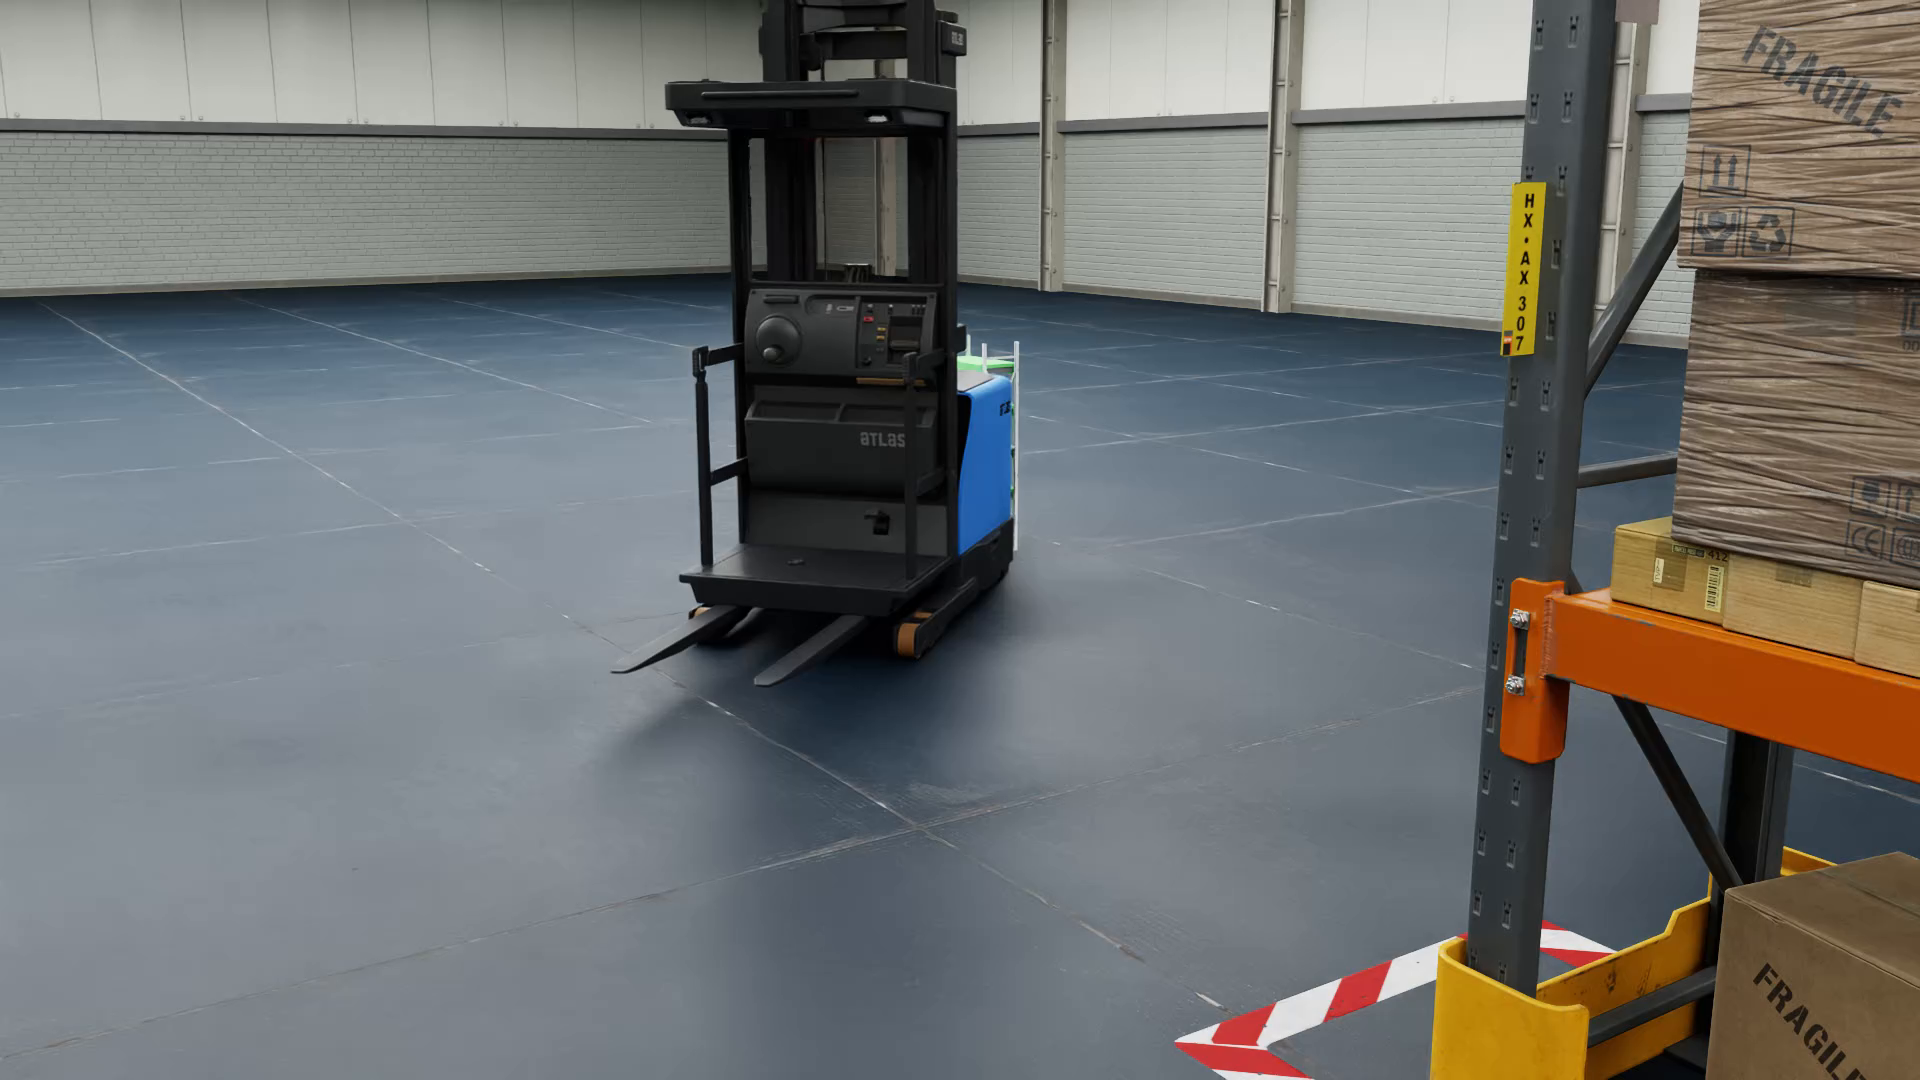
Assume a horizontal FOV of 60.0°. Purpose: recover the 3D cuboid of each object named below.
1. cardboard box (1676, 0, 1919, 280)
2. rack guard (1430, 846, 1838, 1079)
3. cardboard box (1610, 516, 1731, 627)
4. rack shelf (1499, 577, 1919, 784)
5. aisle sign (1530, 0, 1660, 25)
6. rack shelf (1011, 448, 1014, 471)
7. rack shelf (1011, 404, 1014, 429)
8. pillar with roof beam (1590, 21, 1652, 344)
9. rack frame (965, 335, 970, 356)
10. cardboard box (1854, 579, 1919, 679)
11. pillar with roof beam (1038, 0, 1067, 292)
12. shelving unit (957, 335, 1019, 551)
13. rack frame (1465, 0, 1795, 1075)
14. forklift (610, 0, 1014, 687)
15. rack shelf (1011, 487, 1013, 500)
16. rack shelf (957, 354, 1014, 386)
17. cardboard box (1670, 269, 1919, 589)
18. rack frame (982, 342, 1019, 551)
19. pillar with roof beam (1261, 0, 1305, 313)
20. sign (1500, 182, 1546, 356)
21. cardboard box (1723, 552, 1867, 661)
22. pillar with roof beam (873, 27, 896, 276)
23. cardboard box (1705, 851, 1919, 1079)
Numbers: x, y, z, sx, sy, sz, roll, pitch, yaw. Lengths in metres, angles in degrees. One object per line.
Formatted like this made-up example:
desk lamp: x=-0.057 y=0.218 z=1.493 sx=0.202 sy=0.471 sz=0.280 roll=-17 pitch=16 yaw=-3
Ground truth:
cardboard box: x=1.607 y=-0.710 z=2.816 sx=0.500 sy=0.500 sz=0.500 roll=-8 pitch=15 yaw=-33
rack guard: x=1.571 y=1.077 z=3.765 sx=1.175 sy=0.500 sz=0.348 roll=-8 pitch=15 yaw=-33
cardboard box: x=1.488 y=0.044 z=3.226 sx=0.380 sy=0.149 sz=0.250 roll=-8 pitch=15 yaw=-33
rack shelf: x=2.637 y=0.550 z=2.010 sx=1.077 sy=0.370 sz=4.000 roll=-8 pitch=15 yaw=-33
aisle sign: x=1.245 y=-1.403 z=3.170 sx=0.394 sy=0.787 sz=0.004 roll=-8 pitch=15 yaw=-33
rack shelf: x=0.092 y=-0.494 z=9.613 sx=0.258 sy=0.148 sz=0.480 roll=-8 pitch=15 yaw=-33
rack shelf: x=0.092 y=-0.729 z=9.561 sx=0.258 sy=0.148 sz=0.480 roll=-8 pitch=15 yaw=-33
pillar with roof beam: x=4.775 y=-6.449 z=18.290 sx=9.100 sy=9.000 sz=0.400 roll=-8 pitch=15 yaw=-33
rack frame: x=-0.043 y=-0.600 z=9.797 sx=0.240 sy=1.200 sz=0.015 roll=-8 pitch=15 yaw=-33
cardboard box: x=1.737 y=0.137 z=2.801 sx=0.380 sy=0.149 sz=0.250 roll=-8 pitch=15 yaw=-33
pillar with roof beam: x=-1.873 y=-8.584 z=28.049 sx=9.100 sy=9.000 sz=0.400 roll=-8 pitch=15 yaw=-33
shelving unit: x=0.092 y=-0.557 z=9.599 sx=0.258 sy=1.200 sz=0.503 roll=-8 pitch=15 yaw=-33
rack frame: x=1.529 y=-0.157 z=3.560 sx=1.000 sy=3.000 sz=0.127 roll=-8 pitch=15 yaw=-33
forklift: x=-0.617 y=-0.992 z=7.539 sx=1.130 sy=2.935 sz=3.031 roll=4 pitch=13 yaw=16
rack shelf: x=0.092 y=-0.260 z=9.664 sx=0.258 sy=0.148 sz=0.480 roll=-8 pitch=15 yaw=-33
rack shelf: x=0.092 y=-0.963 z=9.510 sx=0.258 sy=0.148 sz=0.480 roll=-8 pitch=15 yaw=-33
cardboard box: x=1.811 y=-0.250 z=3.055 sx=0.875 sy=0.500 sz=0.500 roll=-8 pitch=15 yaw=-33
rack frame: x=0.227 y=-0.513 z=9.401 sx=0.240 sy=1.200 sz=0.015 roll=-8 pitch=15 yaw=-33
pillar with roof beam: x=1.451 y=-7.517 z=23.170 sx=9.100 sy=9.000 sz=0.400 roll=-8 pitch=15 yaw=-33
sign: x=1.077 y=-0.516 z=3.174 sx=0.100 sy=0.325 sz=0.005 roll=-8 pitch=15 yaw=-33
cardboard box: x=1.611 y=0.091 z=3.012 sx=0.380 sy=0.149 sz=0.250 roll=-8 pitch=15 yaw=-33
pillar with roof beam: x=-5.198 y=-9.651 z=32.929 sx=9.100 sy=9.000 sz=0.400 roll=-8 pitch=15 yaw=-33
cardboard box: x=1.861 y=0.972 z=3.265 sx=0.500 sy=0.500 sz=0.500 roll=-5 pitch=13 yaw=-22
